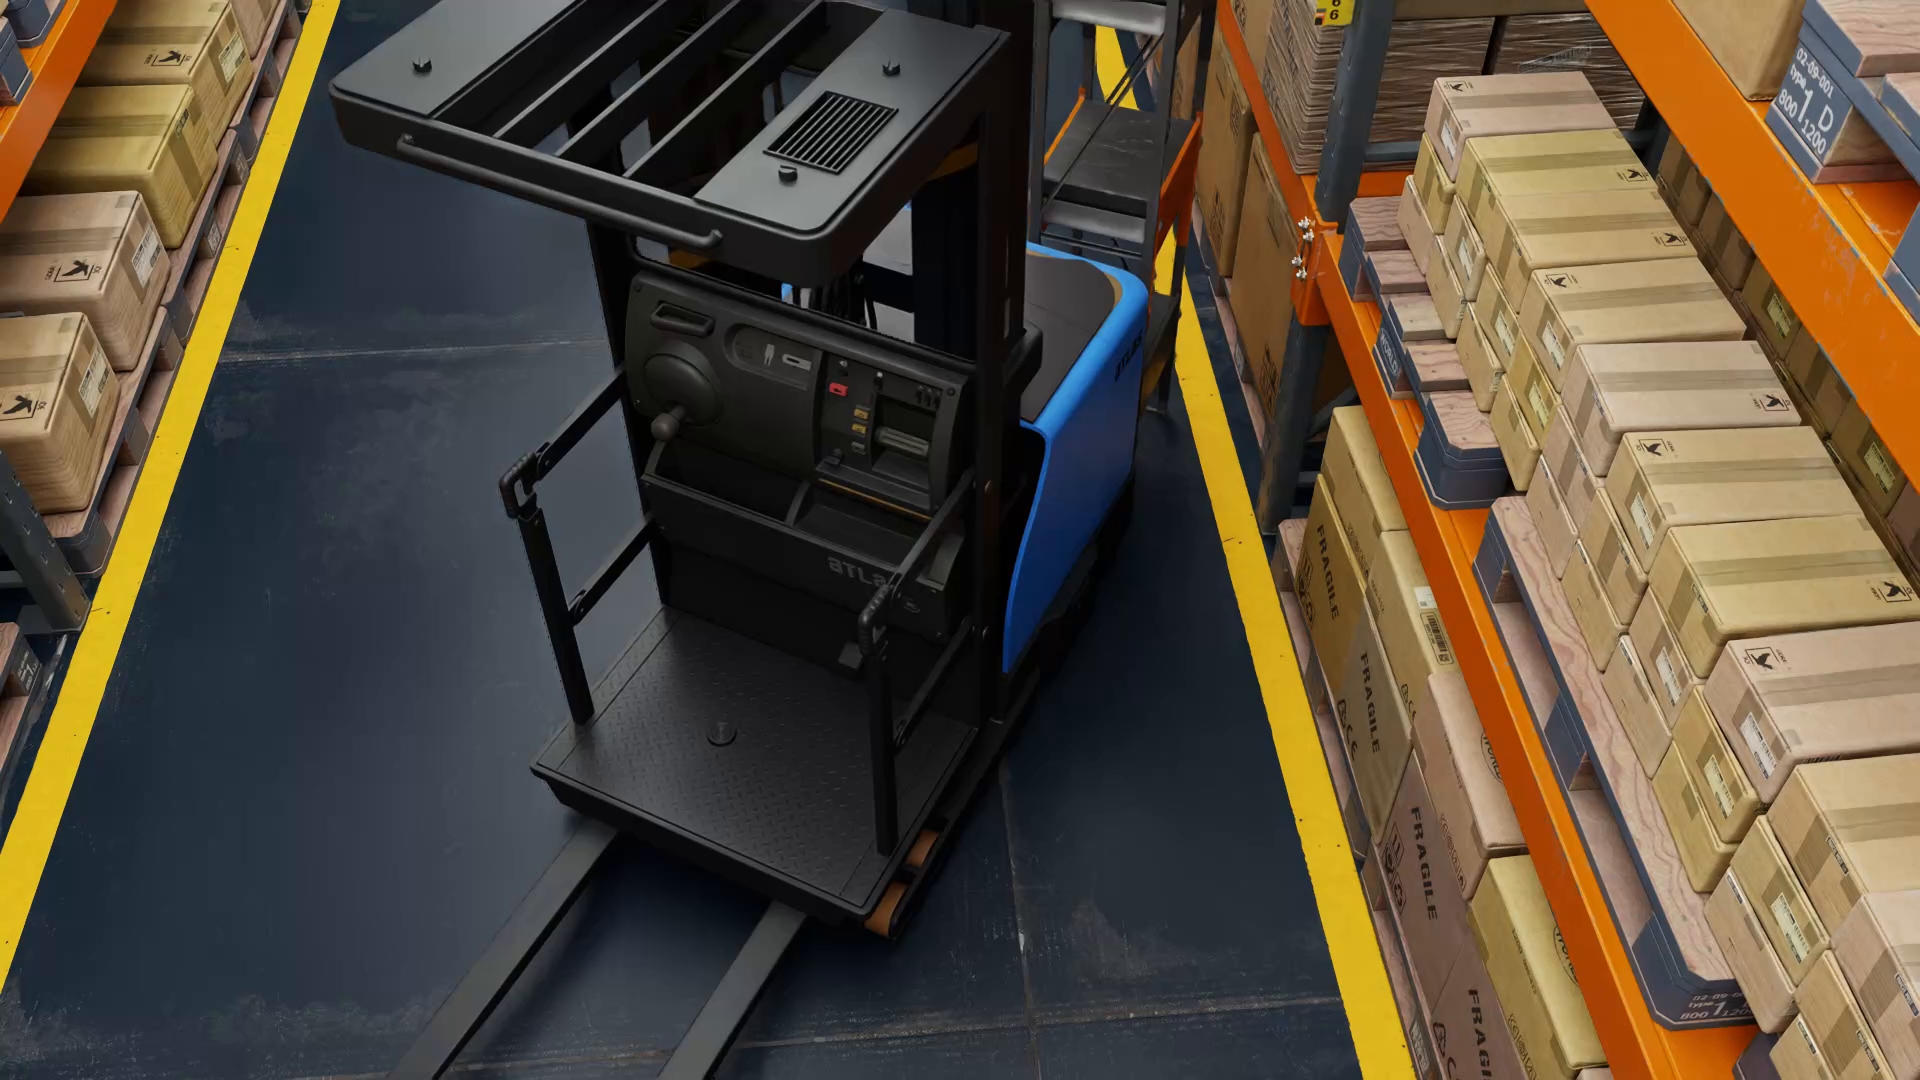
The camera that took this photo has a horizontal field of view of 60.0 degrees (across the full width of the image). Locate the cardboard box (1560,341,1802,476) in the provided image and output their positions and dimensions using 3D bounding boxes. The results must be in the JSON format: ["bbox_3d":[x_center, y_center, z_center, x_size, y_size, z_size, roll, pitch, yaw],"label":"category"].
[{"bbox_3d":[1.472,-0.272,3.416,0.380,0.149,0.250,-2,47,-1],"label":"cardboard box"}]

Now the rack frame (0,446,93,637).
[{"bbox_3d":[-3.385,-0.741,4.386,1.000,3.000,0.127,-3,47,-3],"label":"rack frame"}]

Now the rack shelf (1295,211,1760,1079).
[{"bbox_3d":[1.706,0.580,3.631,1.077,0.370,4.000,-3,47,-3],"label":"rack shelf"}]

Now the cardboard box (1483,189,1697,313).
[{"bbox_3d":[1.426,-0.659,3.783,0.380,0.149,0.250,-4,47,-4],"label":"cardboard box"}]

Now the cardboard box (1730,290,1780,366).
[{"bbox_3d":[2.079,-0.478,4.021,0.380,0.149,0.250,-3,47,-3],"label":"cardboard box"}]

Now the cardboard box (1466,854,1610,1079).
[{"bbox_3d":[1.471,0.959,3.692,0.500,0.250,0.500,-5,47,-5],"label":"cardboard box"}]

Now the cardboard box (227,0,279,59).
[{"bbox_3d":[-3.674,-2.496,7.569,0.950,0.372,0.625,-3,47,-3],"label":"cardboard box"}]

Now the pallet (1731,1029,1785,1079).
[{"bbox_3d":[1.955,1.283,2.601,1.003,0.211,1.213,-3,47,-3],"label":"pallet"}]

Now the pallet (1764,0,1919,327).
[{"bbox_3d":[1.838,-0.391,2.118,1.213,0.211,1.003,-3,47,-3],"label":"pallet"}]

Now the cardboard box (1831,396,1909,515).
[{"bbox_3d":[2.122,-0.201,3.553,0.380,0.149,0.250,-4,47,-4],"label":"cardboard box"}]

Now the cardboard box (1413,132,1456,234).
[{"bbox_3d":[1.379,-0.913,4.228,0.380,0.149,0.250,-2,47,-2],"label":"cardboard box"}]

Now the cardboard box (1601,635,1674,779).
[{"bbox_3d":[1.509,0.311,3.274,0.380,0.149,0.250,-5,47,-5],"label":"cardboard box"}]

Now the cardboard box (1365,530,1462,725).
[{"bbox_3d":[1.398,0.223,4.389,0.500,0.250,0.500,-4,47,-4],"label":"cardboard box"}]

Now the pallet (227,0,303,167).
[{"bbox_3d":[-3.653,-2.113,7.606,1.003,0.211,1.213,-3,47,-3],"label":"pallet"}]

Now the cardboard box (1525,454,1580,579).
[{"bbox_3d":[1.470,-0.060,3.625,0.380,0.149,0.250,-2,47,-2],"label":"cardboard box"}]

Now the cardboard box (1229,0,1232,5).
[{"bbox_3d":[1.152,-2.181,5.681,0.500,0.500,0.500,-4,47,-4],"label":"cardboard box"}]

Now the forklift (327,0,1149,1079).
[{"bbox_3d":[-0.519,-0.265,3.982,1.130,2.935,3.031,20,50,18],"label":"forklift"}]

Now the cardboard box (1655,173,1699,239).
[{"bbox_3d":[2.038,-0.844,4.367,0.380,0.149,0.250,-3,47,-3],"label":"cardboard box"}]

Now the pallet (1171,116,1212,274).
[{"bbox_3d":[1.449,-1.612,7.131,1.003,0.211,1.213,-3,47,-3],"label":"pallet"}]

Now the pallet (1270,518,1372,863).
[{"bbox_3d":[1.603,0.409,5.217,1.003,0.211,1.213,-3,47,-3],"label":"pallet"}]

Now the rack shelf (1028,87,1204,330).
[{"bbox_3d":[0.493,-1.065,5.331,0.431,0.518,0.480,15,48,14],"label":"rack shelf"}]

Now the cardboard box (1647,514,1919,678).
[{"bbox_3d":[1.513,0.100,3.063,0.380,0.149,0.250,-4,47,-4],"label":"cardboard box"}]

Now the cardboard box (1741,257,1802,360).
[{"bbox_3d":[2.083,-0.562,3.895,0.380,0.149,0.250,-2,47,-2],"label":"cardboard box"}]

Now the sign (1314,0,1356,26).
[{"bbox_3d":[0.986,-1.477,4.285,0.100,0.325,0.005,-3,47,-3],"label":"sign"}]

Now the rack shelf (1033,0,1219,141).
[{"bbox_3d":[0.493,-1.546,4.823,0.431,0.518,0.480,15,48,14],"label":"rack shelf"}]

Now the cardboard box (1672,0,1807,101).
[{"bbox_3d":[1.418,-1.029,2.523,0.500,0.500,0.500,-3,47,-3],"label":"cardboard box"}]

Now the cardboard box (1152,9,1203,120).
[{"bbox_3d":[1.423,-2.238,7.064,1.050,0.750,0.750,-3,47,-3],"label":"cardboard box"}]

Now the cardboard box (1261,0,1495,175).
[{"bbox_3d":[1.234,-1.459,4.997,0.500,0.500,0.500,-3,47,-3],"label":"cardboard box"}]

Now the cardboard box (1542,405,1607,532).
[{"bbox_3d":[1.471,-0.161,3.516,0.380,0.149,0.250,-3,47,-3],"label":"cardboard box"}]

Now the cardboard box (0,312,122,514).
[{"bbox_3d":[-3.422,-0.391,5.575,0.950,0.372,0.625,-6,47,-6],"label":"cardboard box"}]

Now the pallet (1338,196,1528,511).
[{"bbox_3d":[1.705,-0.540,4.327,1.213,0.211,1.003,-3,47,-3],"label":"pallet"}]

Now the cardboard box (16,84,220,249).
[{"bbox_3d":[-3.550,-1.473,6.600,0.950,0.372,0.625,-2,47,-2],"label":"cardboard box"}]

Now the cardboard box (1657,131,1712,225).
[{"bbox_3d":[2.034,-0.945,4.258,0.380,0.149,0.250,-3,47,-2],"label":"cardboard box"}]

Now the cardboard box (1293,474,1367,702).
[{"bbox_3d":[1.344,0.128,4.996,0.500,0.500,0.500,-5,47,-5],"label":"cardboard box"}]

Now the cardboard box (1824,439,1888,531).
[{"bbox_3d":[2.121,-0.103,3.665,0.380,0.149,0.250,-5,47,-5],"label":"cardboard box"}]

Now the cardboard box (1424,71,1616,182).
[{"bbox_3d":[1.385,-1.028,4.132,0.380,0.149,0.250,-3,47,-3],"label":"cardboard box"}]

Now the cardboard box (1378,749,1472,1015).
[{"bbox_3d":[1.437,0.862,4.300,0.500,0.500,0.500,-5,47,-4],"label":"cardboard box"}]

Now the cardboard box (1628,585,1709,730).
[{"bbox_3d":[1.515,0.213,3.161,0.380,0.149,0.250,-2,47,-2],"label":"cardboard box"}]

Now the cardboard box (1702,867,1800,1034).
[{"bbox_3d":[1.552,0.695,2.909,0.380,0.149,0.250,-5,47,-5],"label":"cardboard box"}]

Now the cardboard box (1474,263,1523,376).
[{"bbox_3d":[1.430,-0.524,3.859,0.380,0.149,0.250,-5,47,-5],"label":"cardboard box"}]

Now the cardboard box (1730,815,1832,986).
[{"bbox_3d":[1.555,0.587,2.807,0.380,0.149,0.250,-6,47,-5],"label":"cardboard box"}]

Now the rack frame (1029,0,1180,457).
[{"bbox_3d":[0.407,-0.909,5.165,0.400,2.100,0.015,15,48,14],"label":"rack frame"}]

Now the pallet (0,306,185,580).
[{"bbox_3d":[-3.449,-0.347,5.934,1.003,0.211,1.213,-3,47,-3],"label":"pallet"}]

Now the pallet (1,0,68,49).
[{"bbox_3d":[-3.592,-2.105,5.809,1.003,0.211,1.213,-3,47,-3],"label":"pallet"}]

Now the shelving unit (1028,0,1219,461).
[{"bbox_3d":[0.493,-1.075,5.321,0.431,2.100,0.503,15,48,14],"label":"shelving unit"}]

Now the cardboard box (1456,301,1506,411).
[{"bbox_3d":[1.421,-0.448,3.992,0.380,0.149,0.250,-1,47,-1],"label":"cardboard box"}]

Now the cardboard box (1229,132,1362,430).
[{"bbox_3d":[1.578,-0.932,5.827,1.050,0.750,0.750,-4,47,-4],"label":"cardboard box"}]

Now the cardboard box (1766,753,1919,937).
[{"bbox_3d":[1.563,0.489,2.695,0.380,0.149,0.250,-5,47,-5],"label":"cardboard box"}]

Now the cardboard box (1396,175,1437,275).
[{"bbox_3d":[1.375,-0.837,4.360,0.380,0.149,0.250,-4,47,-4],"label":"cardboard box"}]
